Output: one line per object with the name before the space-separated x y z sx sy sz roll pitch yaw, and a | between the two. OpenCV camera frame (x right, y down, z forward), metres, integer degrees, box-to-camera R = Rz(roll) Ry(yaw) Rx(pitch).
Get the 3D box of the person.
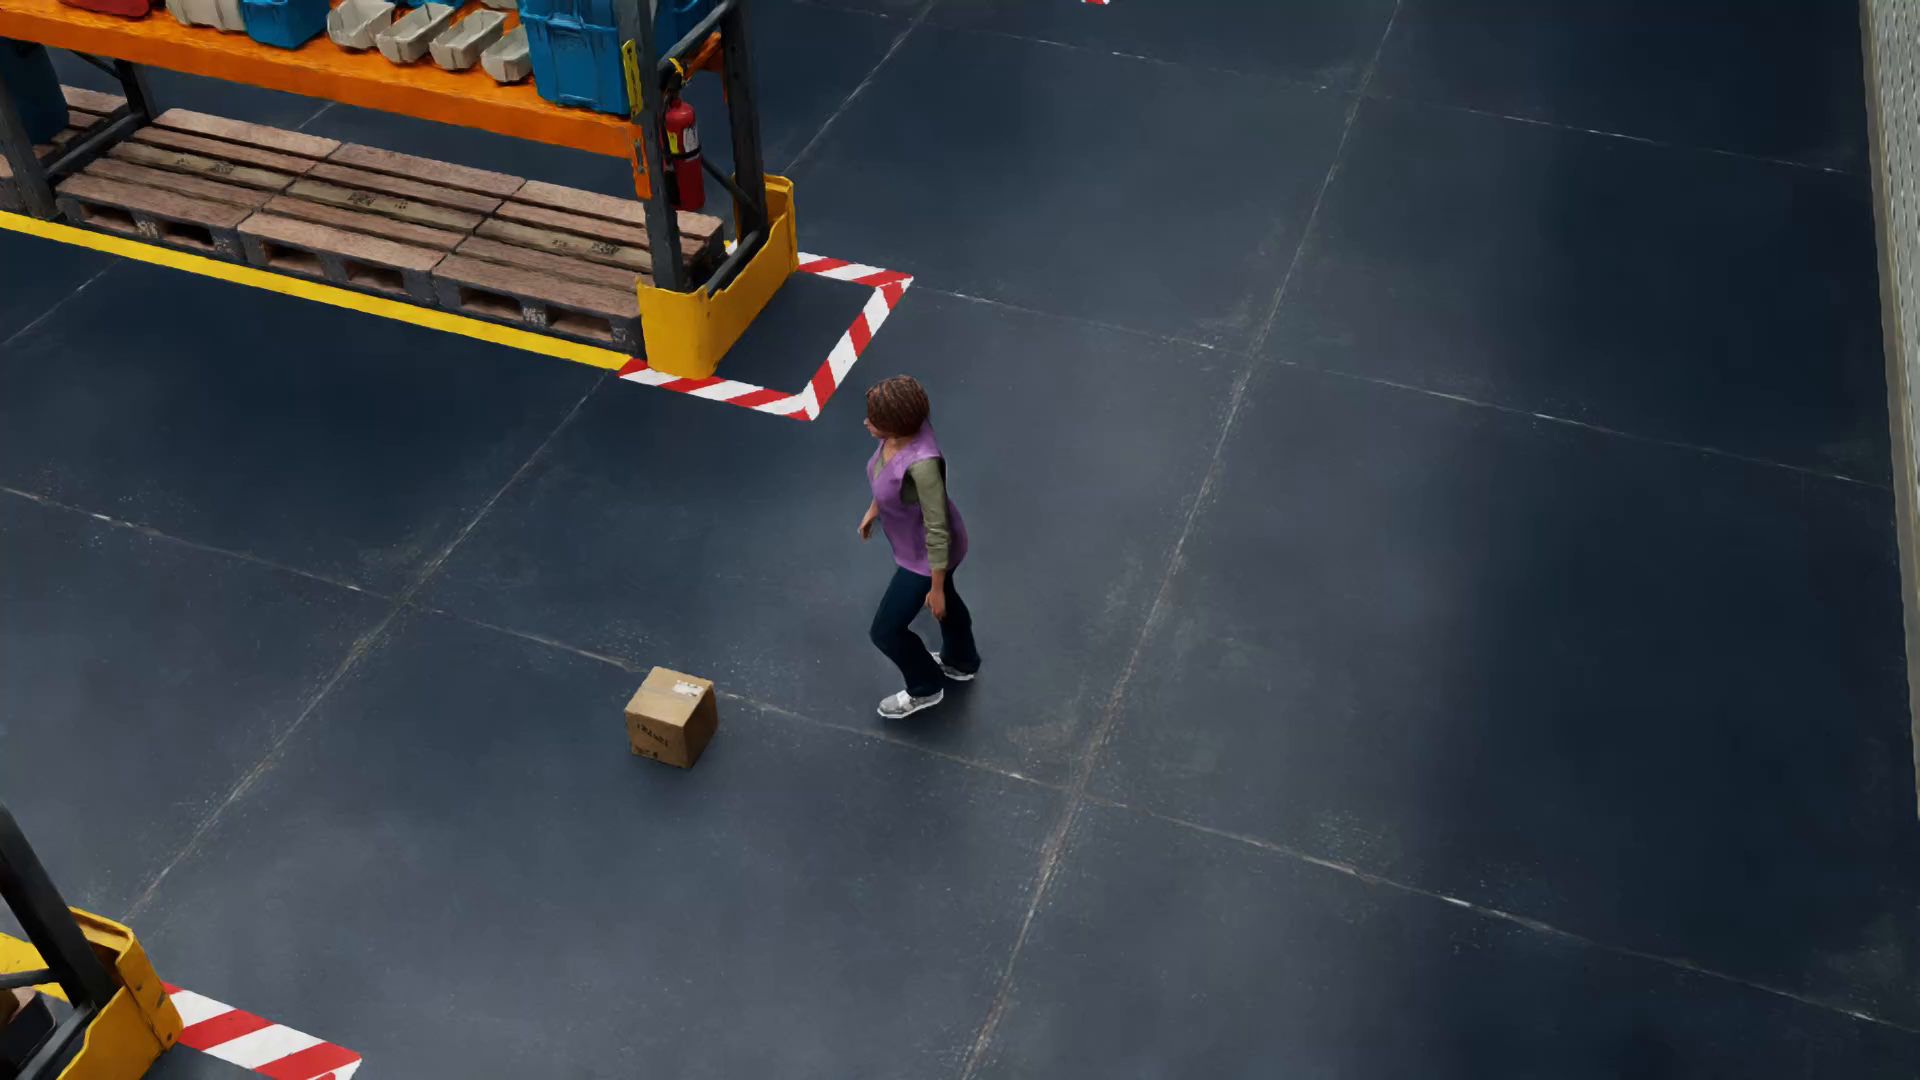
person | -0.134 0.041 6.121 0.458 1.577 0.542 -5 42 -6
